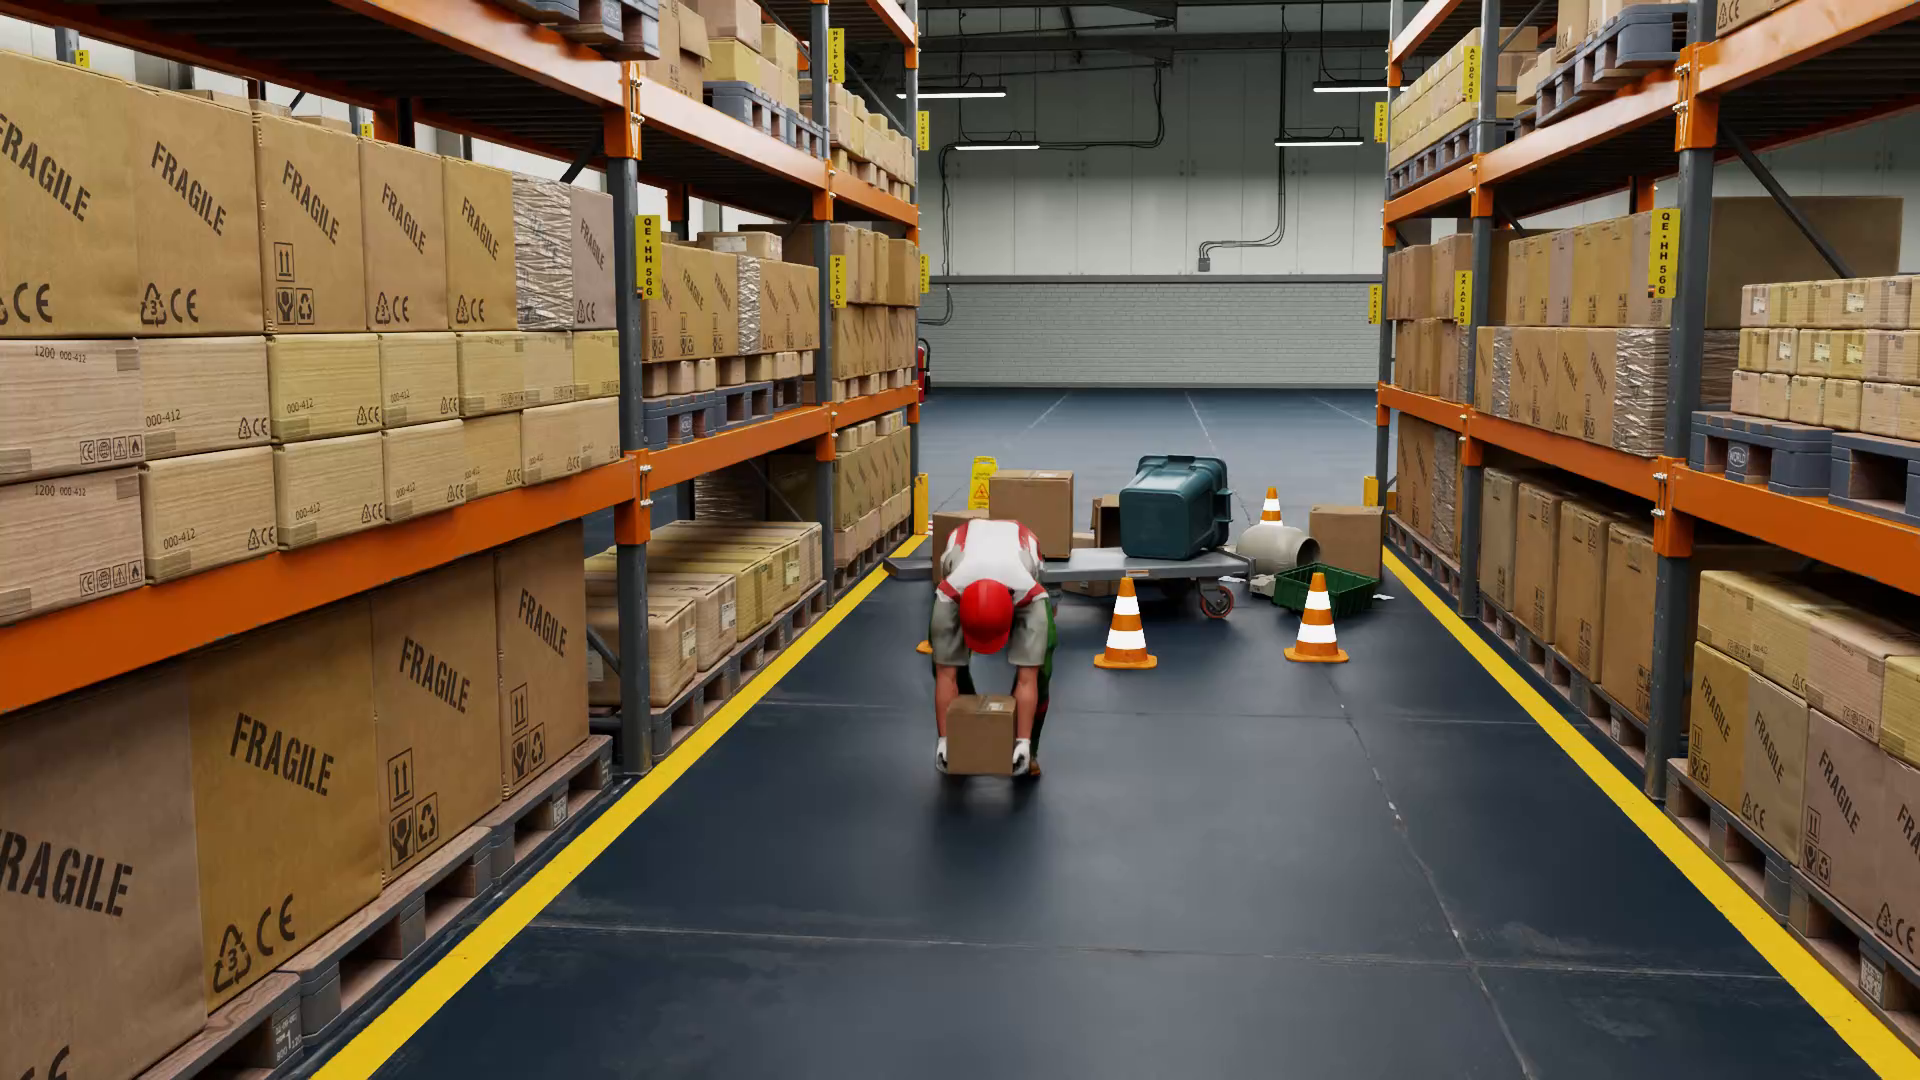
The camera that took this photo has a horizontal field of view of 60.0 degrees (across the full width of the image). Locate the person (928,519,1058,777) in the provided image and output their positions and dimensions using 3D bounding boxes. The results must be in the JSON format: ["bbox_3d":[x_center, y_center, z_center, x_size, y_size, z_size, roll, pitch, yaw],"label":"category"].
[{"bbox_3d":[0.124,0.460,6.559,0.522,1.036,0.957,0,8,4],"label":"person"}]
